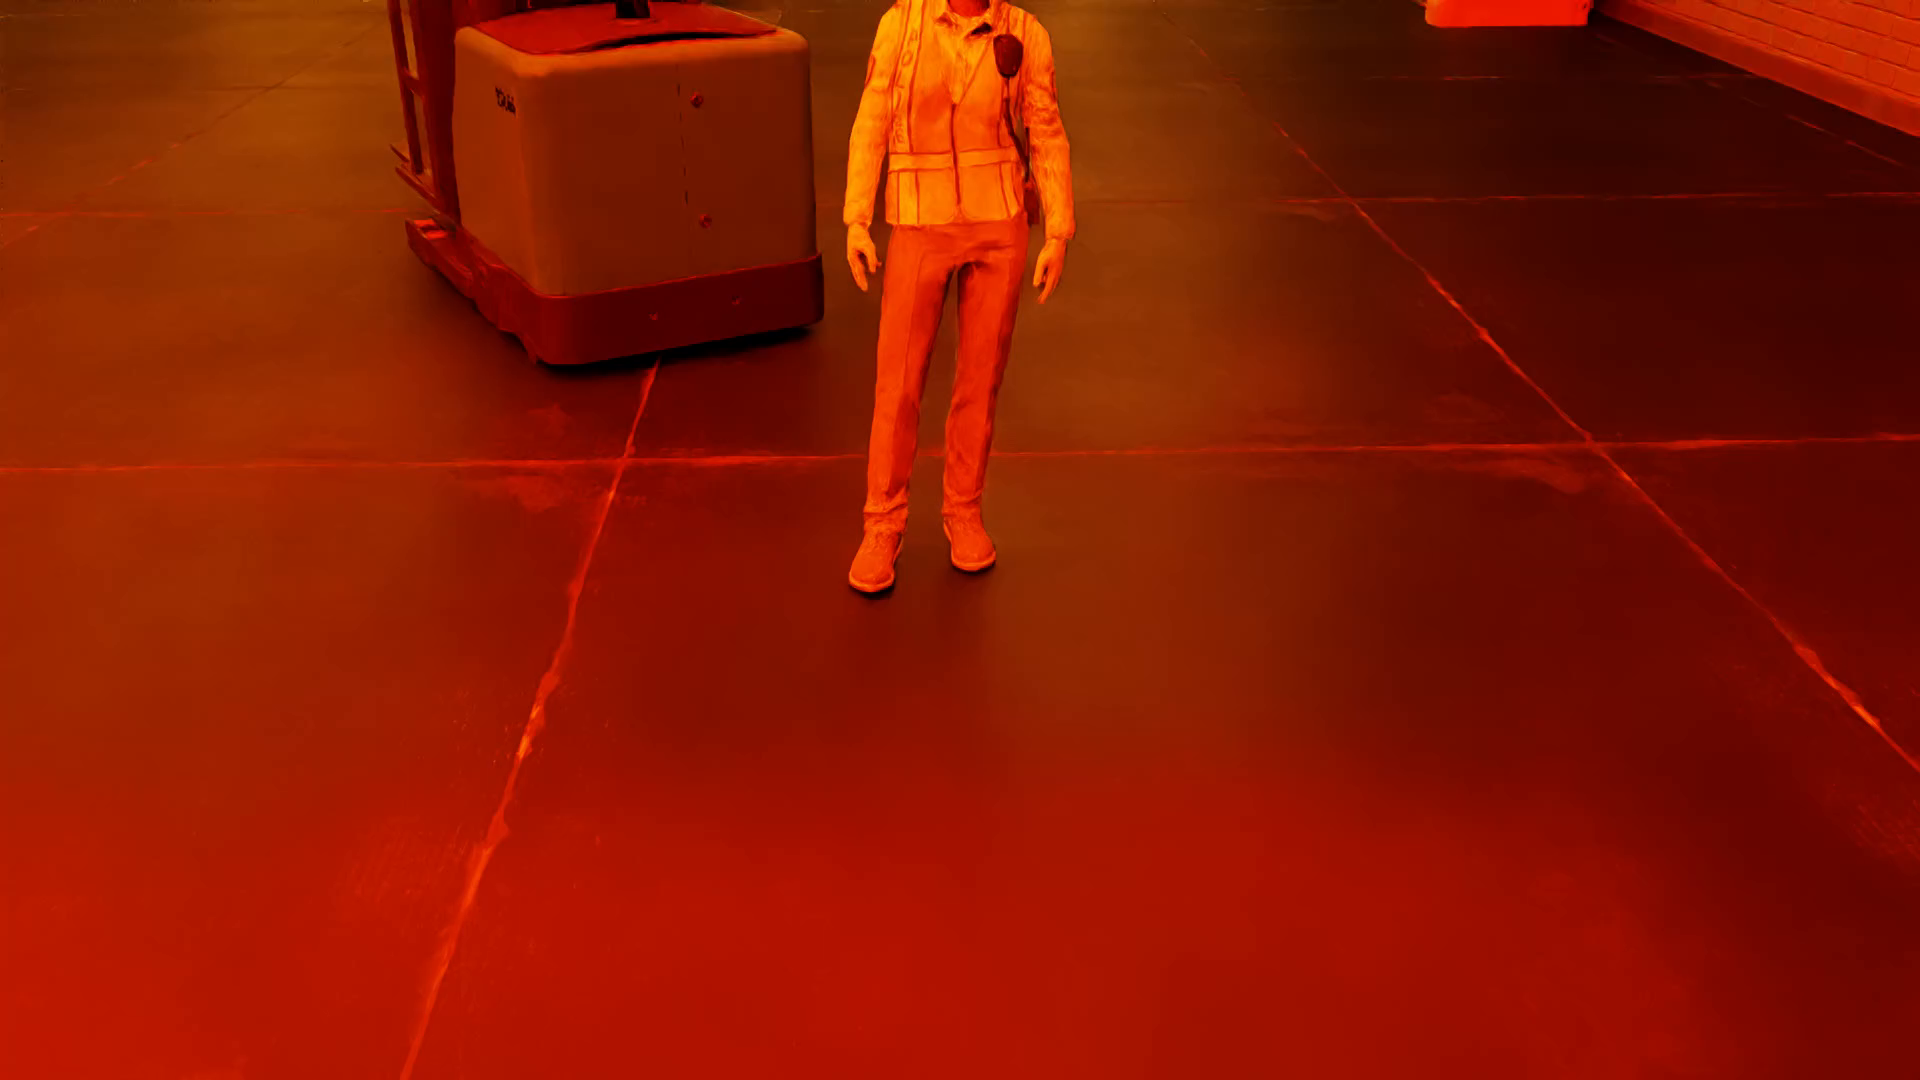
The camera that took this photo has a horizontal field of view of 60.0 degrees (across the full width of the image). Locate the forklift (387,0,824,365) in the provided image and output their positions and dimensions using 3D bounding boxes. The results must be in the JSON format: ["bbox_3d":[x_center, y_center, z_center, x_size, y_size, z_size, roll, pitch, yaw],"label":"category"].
[{"bbox_3d":[-1.669,-2.513,6.374,1.130,2.935,3.031,-14,29,-27],"label":"forklift"}]

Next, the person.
[{"bbox_3d":[-0.004,-0.734,4.120,0.586,1.692,0.514,-1,26,-2],"label":"person"}]
